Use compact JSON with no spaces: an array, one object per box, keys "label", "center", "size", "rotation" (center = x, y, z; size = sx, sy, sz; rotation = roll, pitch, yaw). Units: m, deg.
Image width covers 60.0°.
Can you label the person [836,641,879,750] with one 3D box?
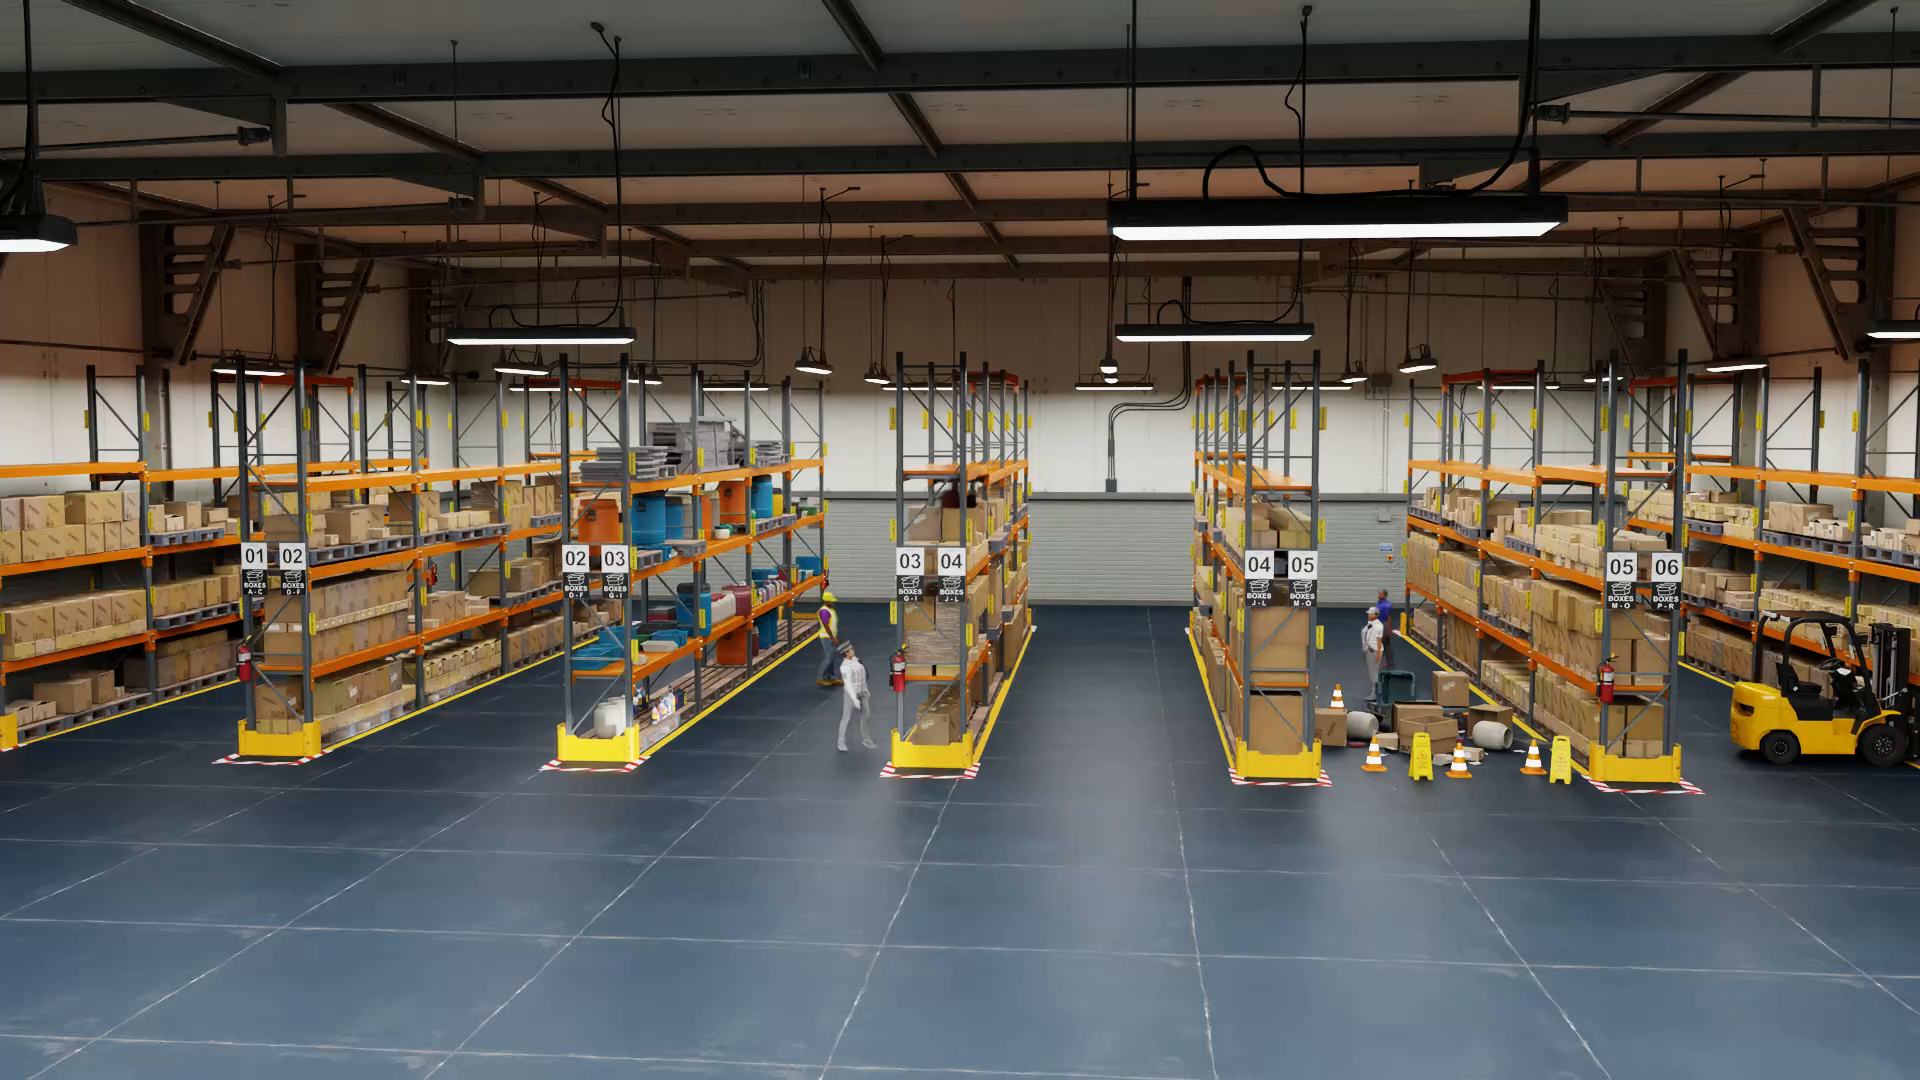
[{"label":"person","center":[-1.583,2.379,25.390],"size":[0.472,1.725,0.610],"rotation":[3,5,36]}]

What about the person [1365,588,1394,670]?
[{"label":"person","center":[8.488,1.799,33.600],"size":[0.607,1.645,0.503],"rotation":[0,4,6]}]

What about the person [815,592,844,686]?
[{"label":"person","center":[-2.477,1.868,31.508],"size":[0.470,1.775,0.586],"rotation":[0,4,6]}]

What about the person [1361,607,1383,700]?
[{"label":"person","center":[7.441,2.038,30.020],"size":[0.397,1.666,0.514],"rotation":[1,4,14]}]
